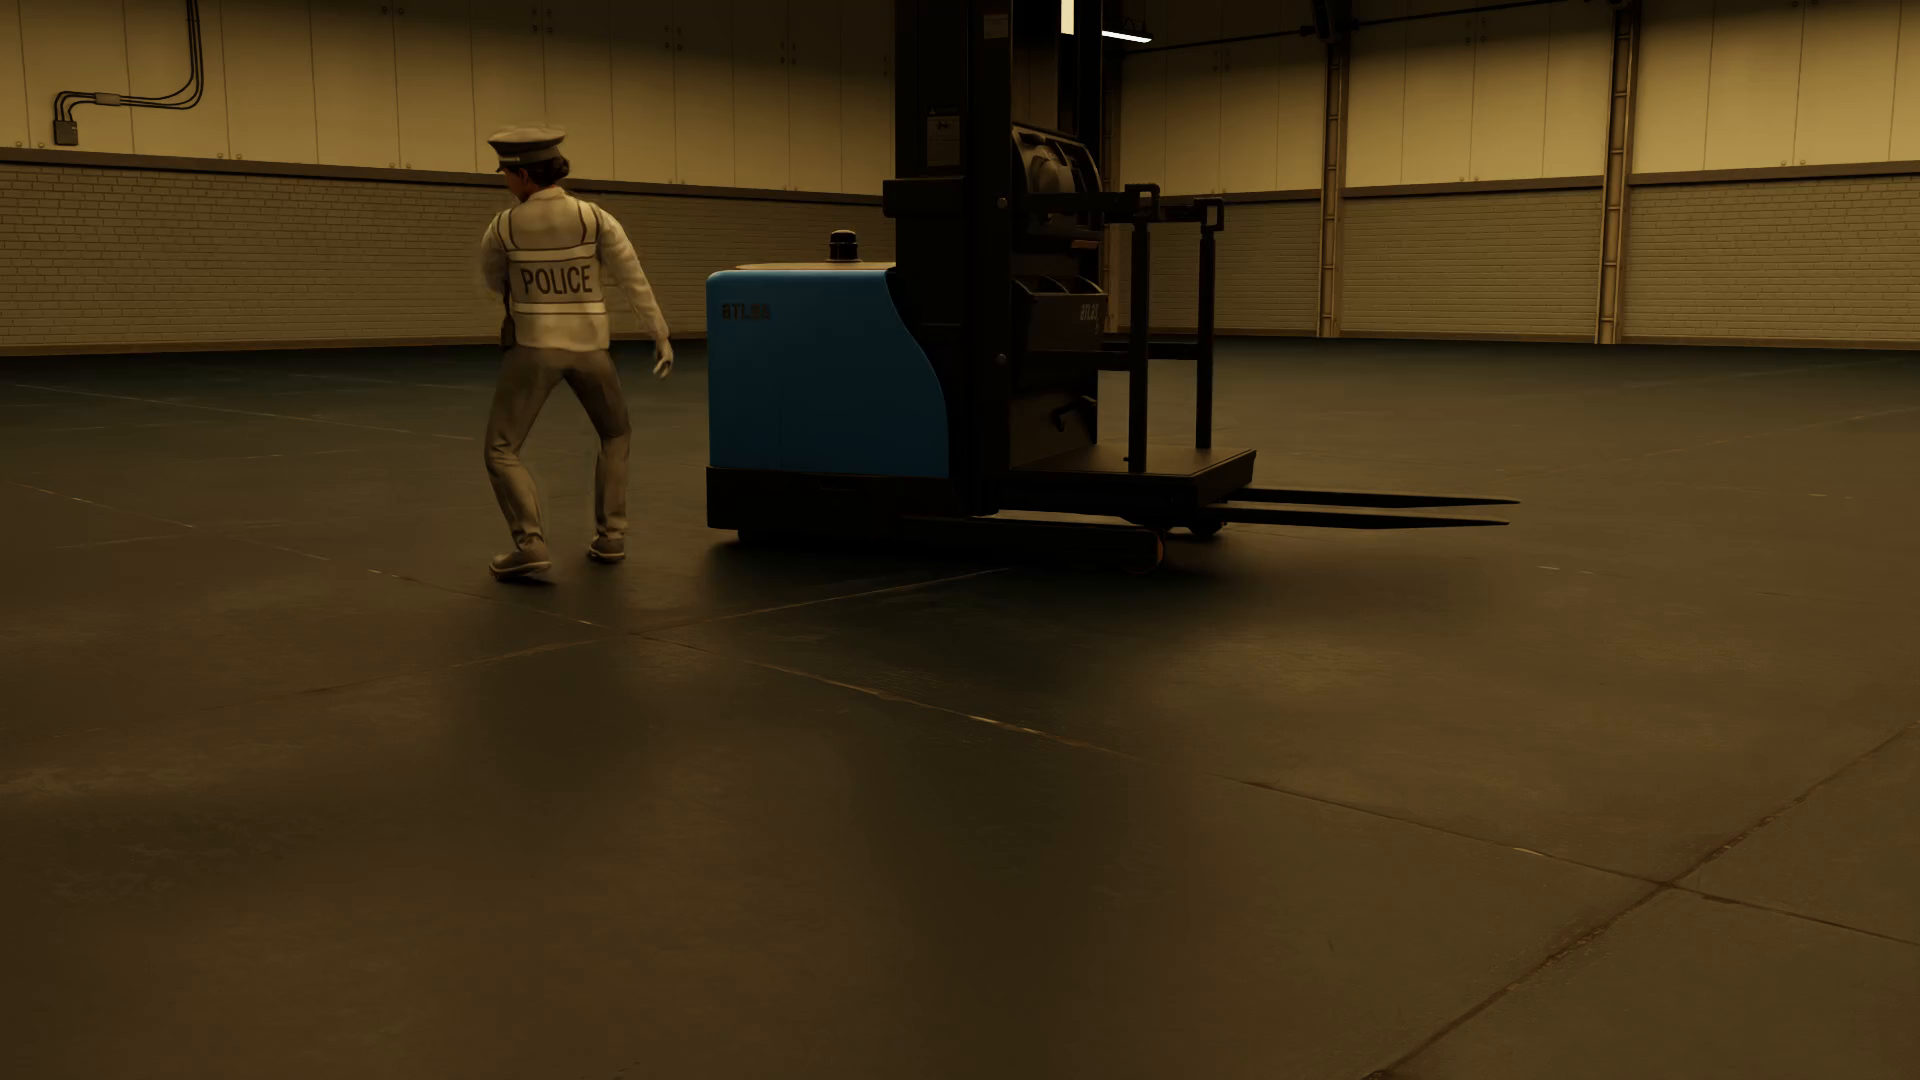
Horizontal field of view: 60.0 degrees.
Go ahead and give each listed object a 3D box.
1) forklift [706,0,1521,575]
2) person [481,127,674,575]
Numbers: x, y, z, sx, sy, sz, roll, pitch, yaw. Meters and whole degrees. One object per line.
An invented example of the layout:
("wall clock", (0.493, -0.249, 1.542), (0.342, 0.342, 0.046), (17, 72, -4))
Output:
("forklift", (0.565, -1.416, 6.275), (3.031, 2.935, 1.130), (3, 9, 22))
("person", (-1.408, -0.689, 6.039), (0.724, 1.548, 0.780), (-4, 10, -27))
